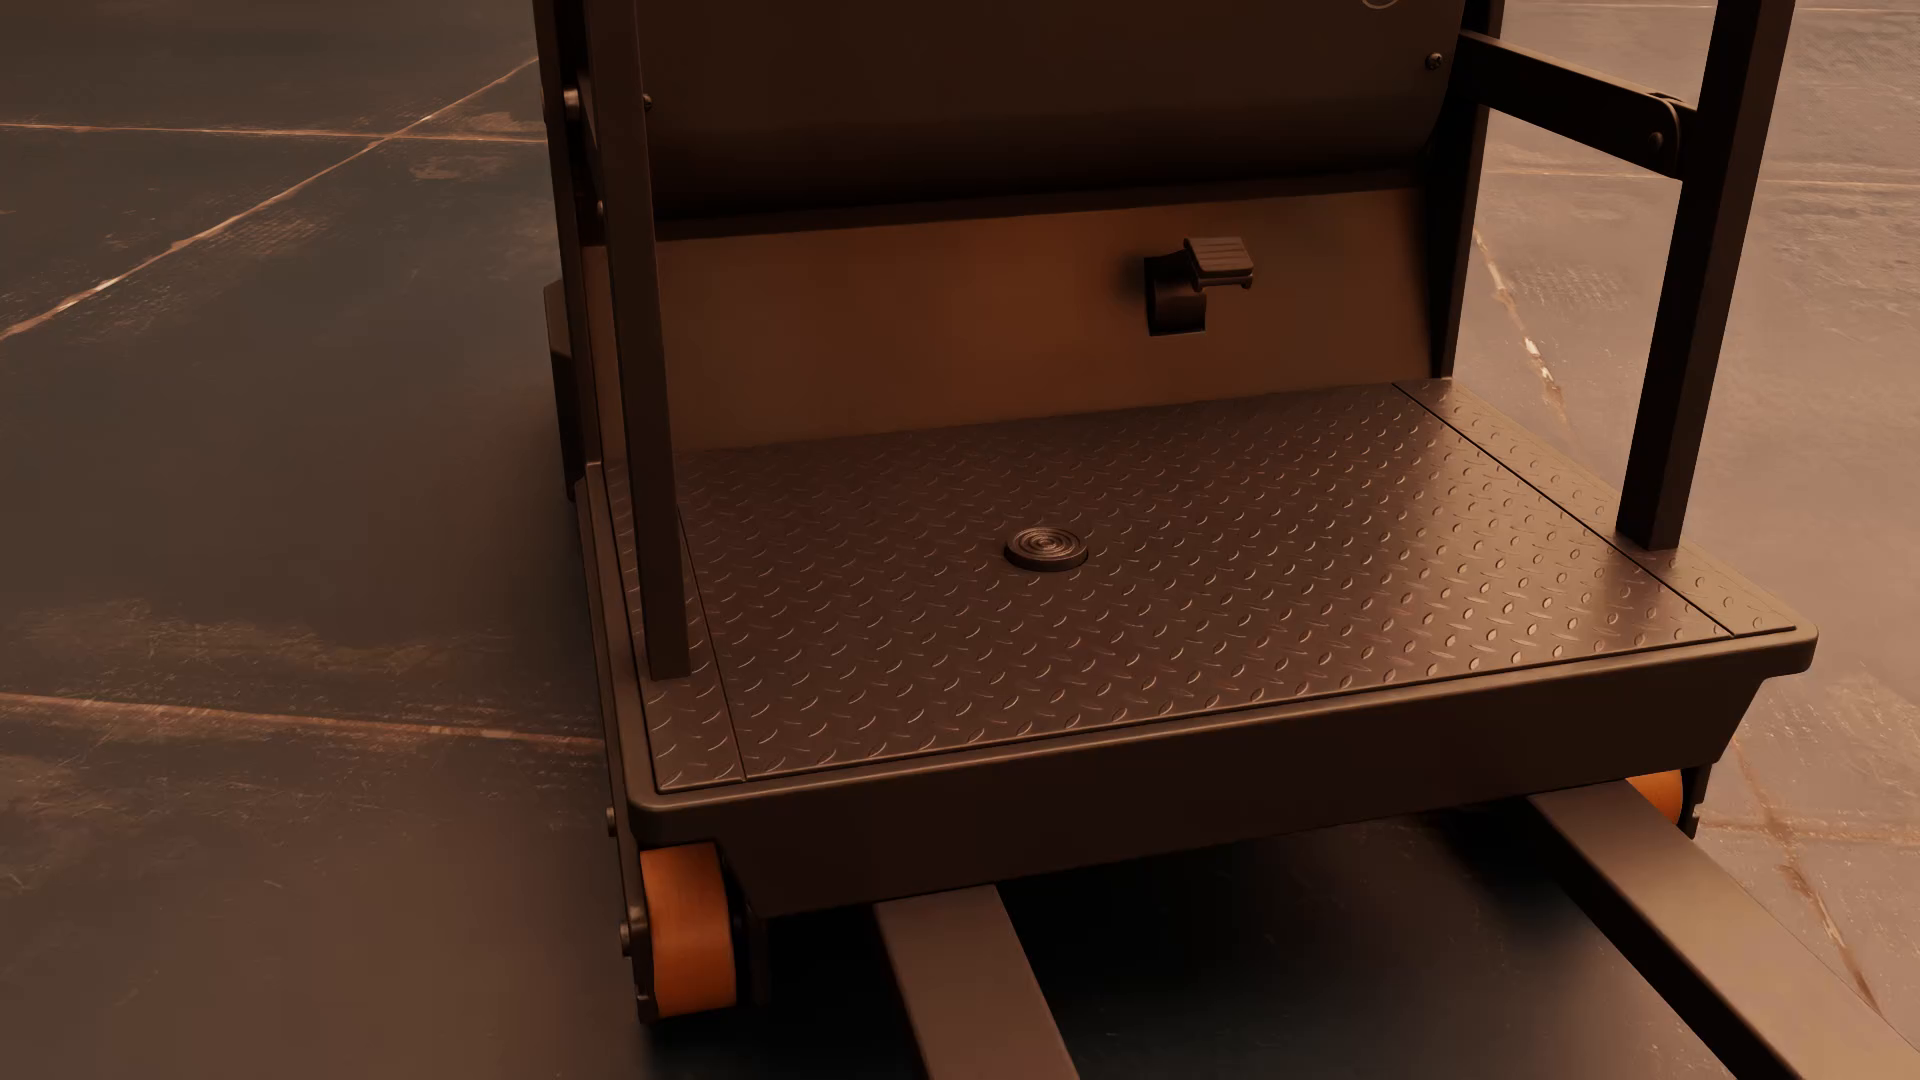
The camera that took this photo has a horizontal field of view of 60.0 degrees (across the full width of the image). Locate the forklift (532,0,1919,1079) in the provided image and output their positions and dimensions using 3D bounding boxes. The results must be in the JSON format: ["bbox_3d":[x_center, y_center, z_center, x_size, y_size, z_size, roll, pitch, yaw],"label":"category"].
[{"bbox_3d":[0.153,-1.049,1.319,1.130,2.935,3.031,-7,27,-13],"label":"forklift"}]
